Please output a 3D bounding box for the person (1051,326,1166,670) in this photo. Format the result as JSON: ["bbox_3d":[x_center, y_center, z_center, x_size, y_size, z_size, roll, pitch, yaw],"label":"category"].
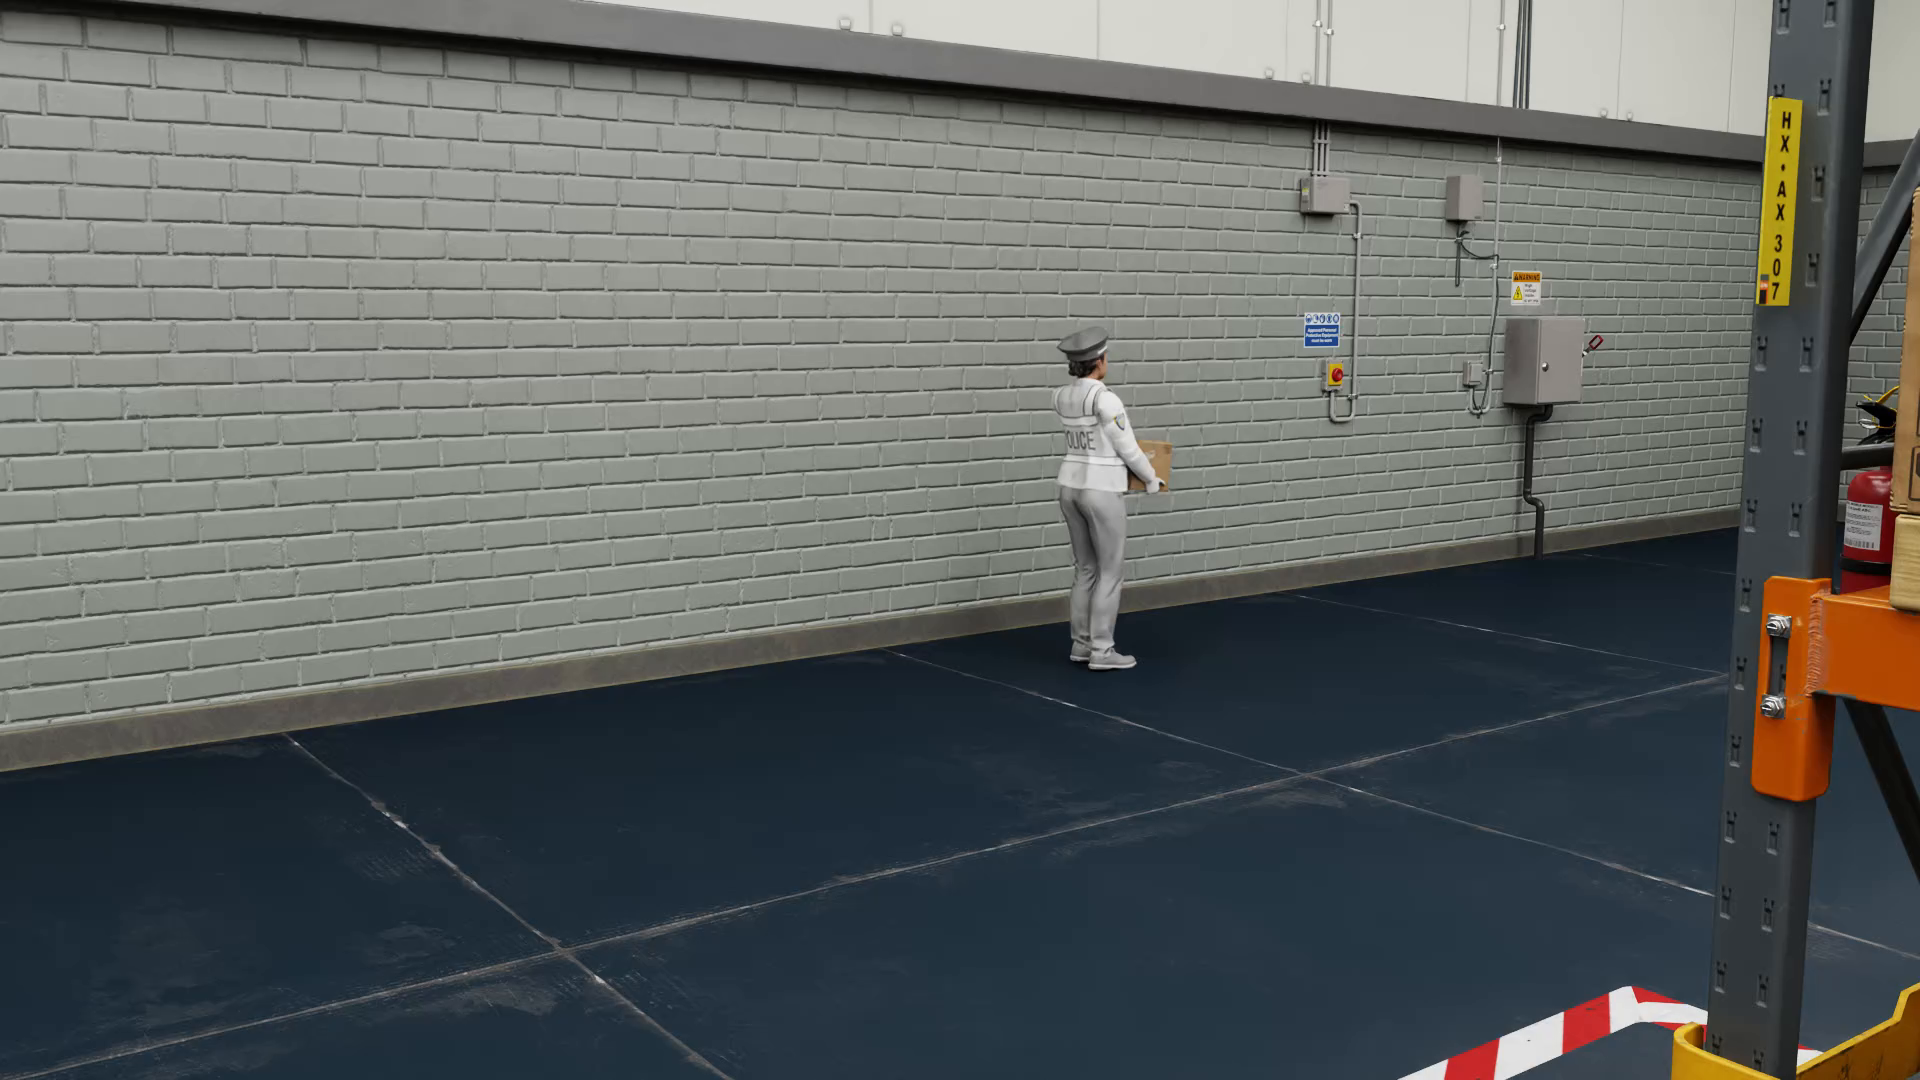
[{"bbox_3d":[0.729,-0.212,8.265,0.539,1.690,0.457,-6,10,-35],"label":"person"}]
